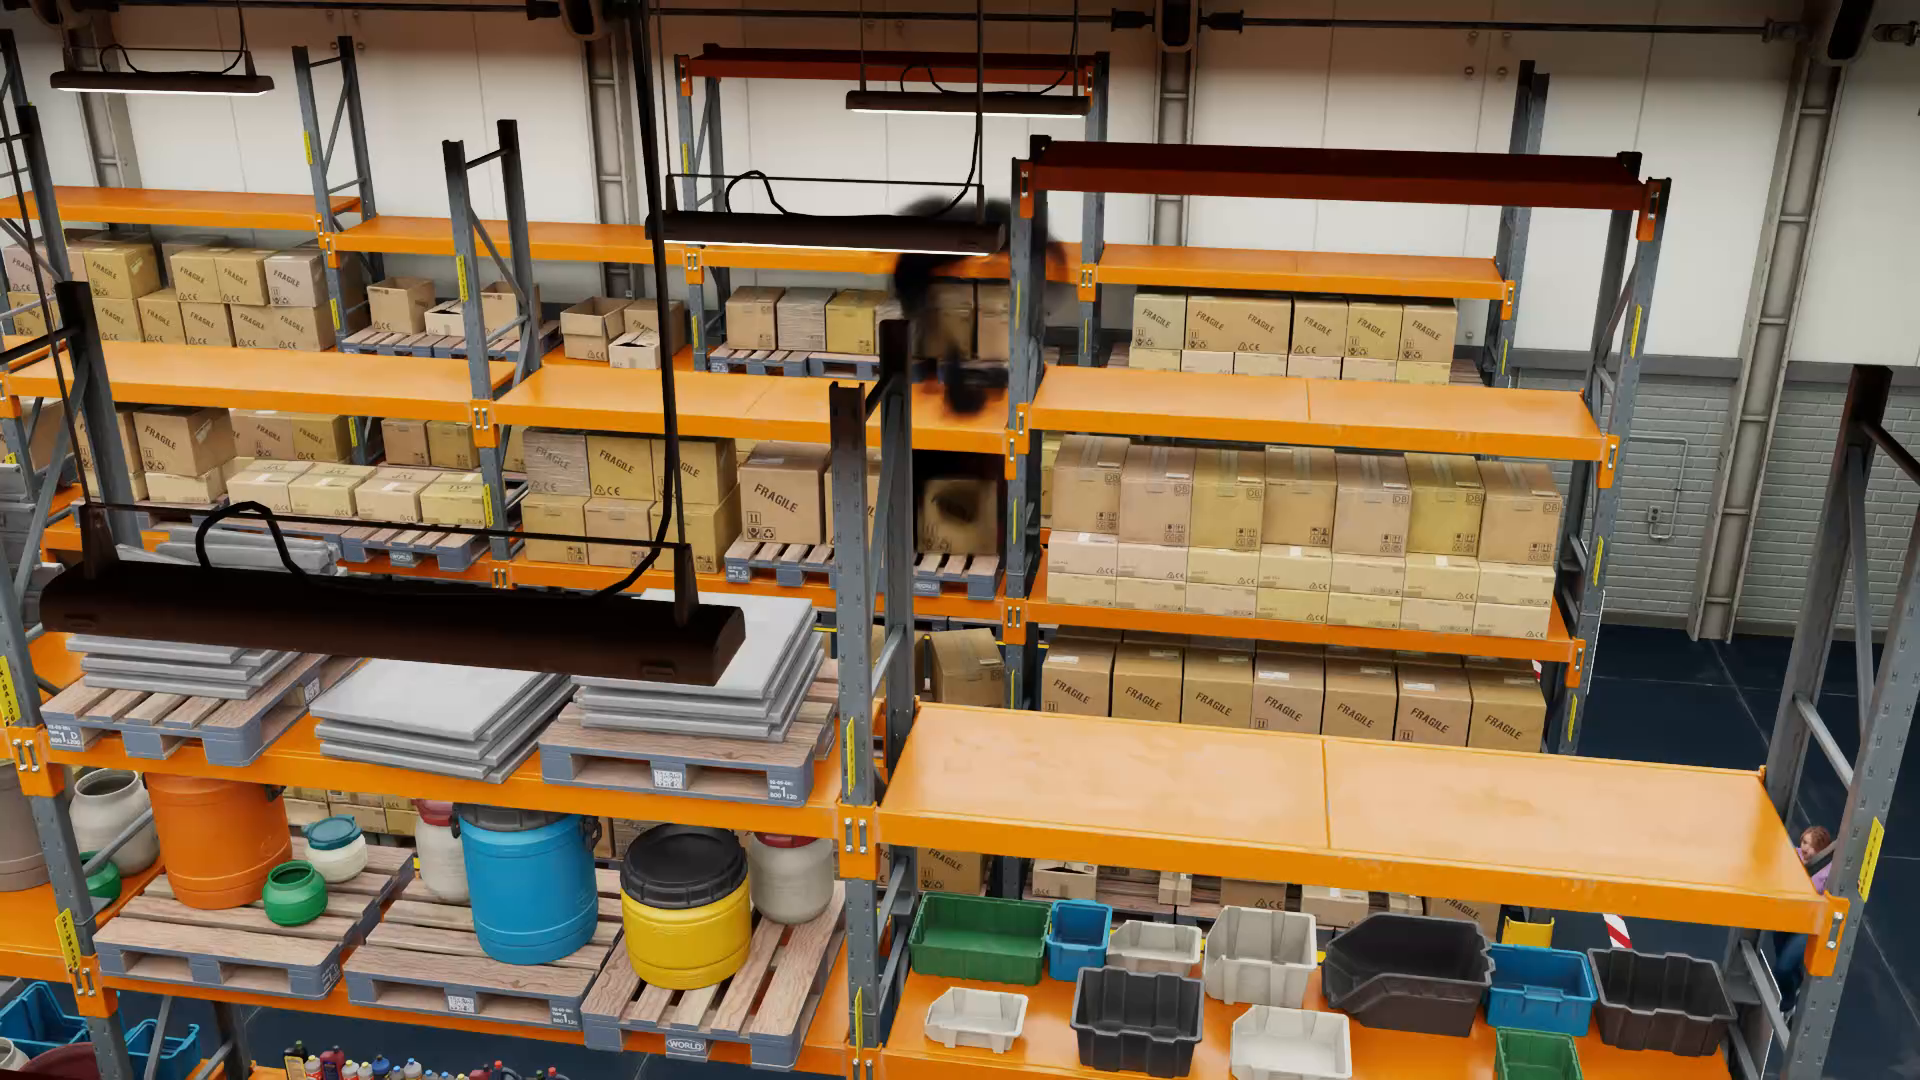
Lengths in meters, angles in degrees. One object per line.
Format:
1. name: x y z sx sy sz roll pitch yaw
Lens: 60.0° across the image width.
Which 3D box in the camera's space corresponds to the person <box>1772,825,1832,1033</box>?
1. person: 5.955 2.759 11.841 0.686 1.612 0.508 -13 26 -28
